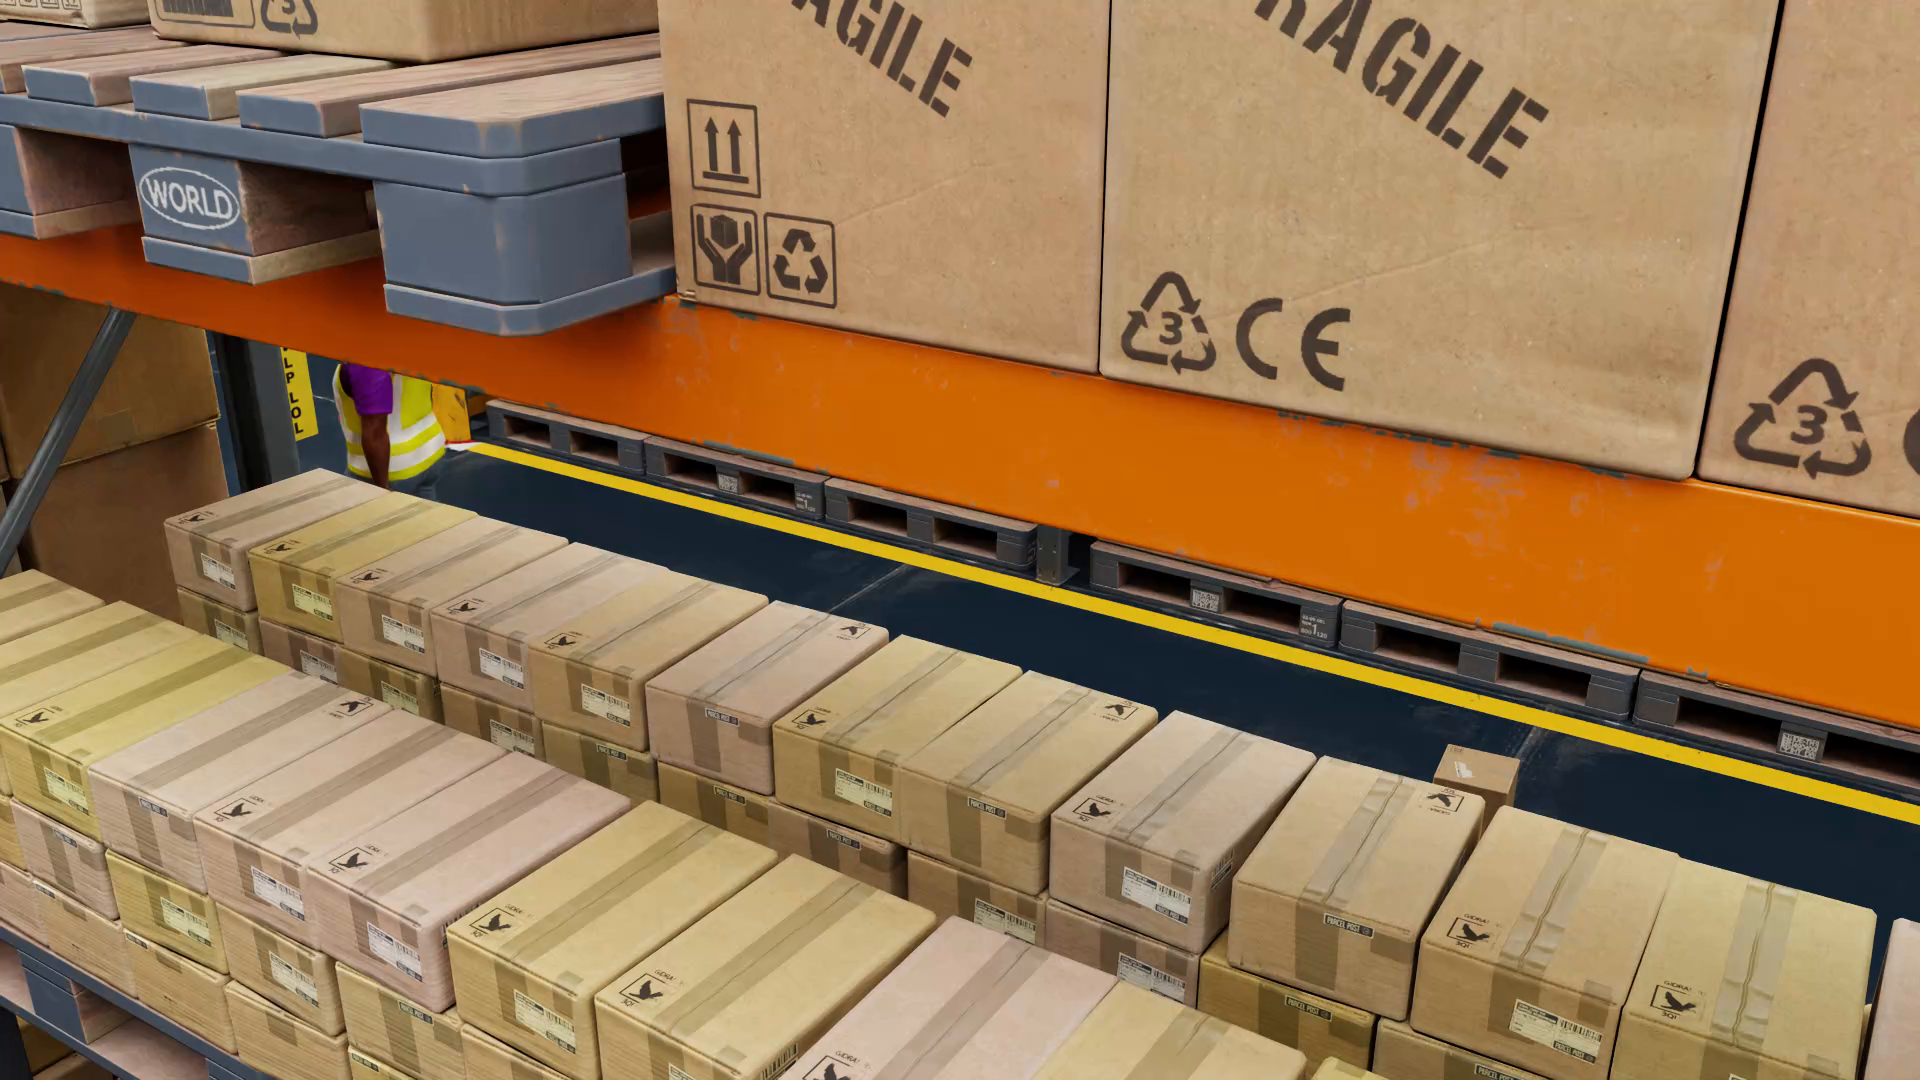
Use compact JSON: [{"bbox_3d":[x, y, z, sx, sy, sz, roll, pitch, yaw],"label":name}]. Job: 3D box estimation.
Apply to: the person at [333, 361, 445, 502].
[{"bbox_3d":[-2.327,-0.298,6.744,0.476,1.794,0.580,6,24,14],"label":"person"}]
